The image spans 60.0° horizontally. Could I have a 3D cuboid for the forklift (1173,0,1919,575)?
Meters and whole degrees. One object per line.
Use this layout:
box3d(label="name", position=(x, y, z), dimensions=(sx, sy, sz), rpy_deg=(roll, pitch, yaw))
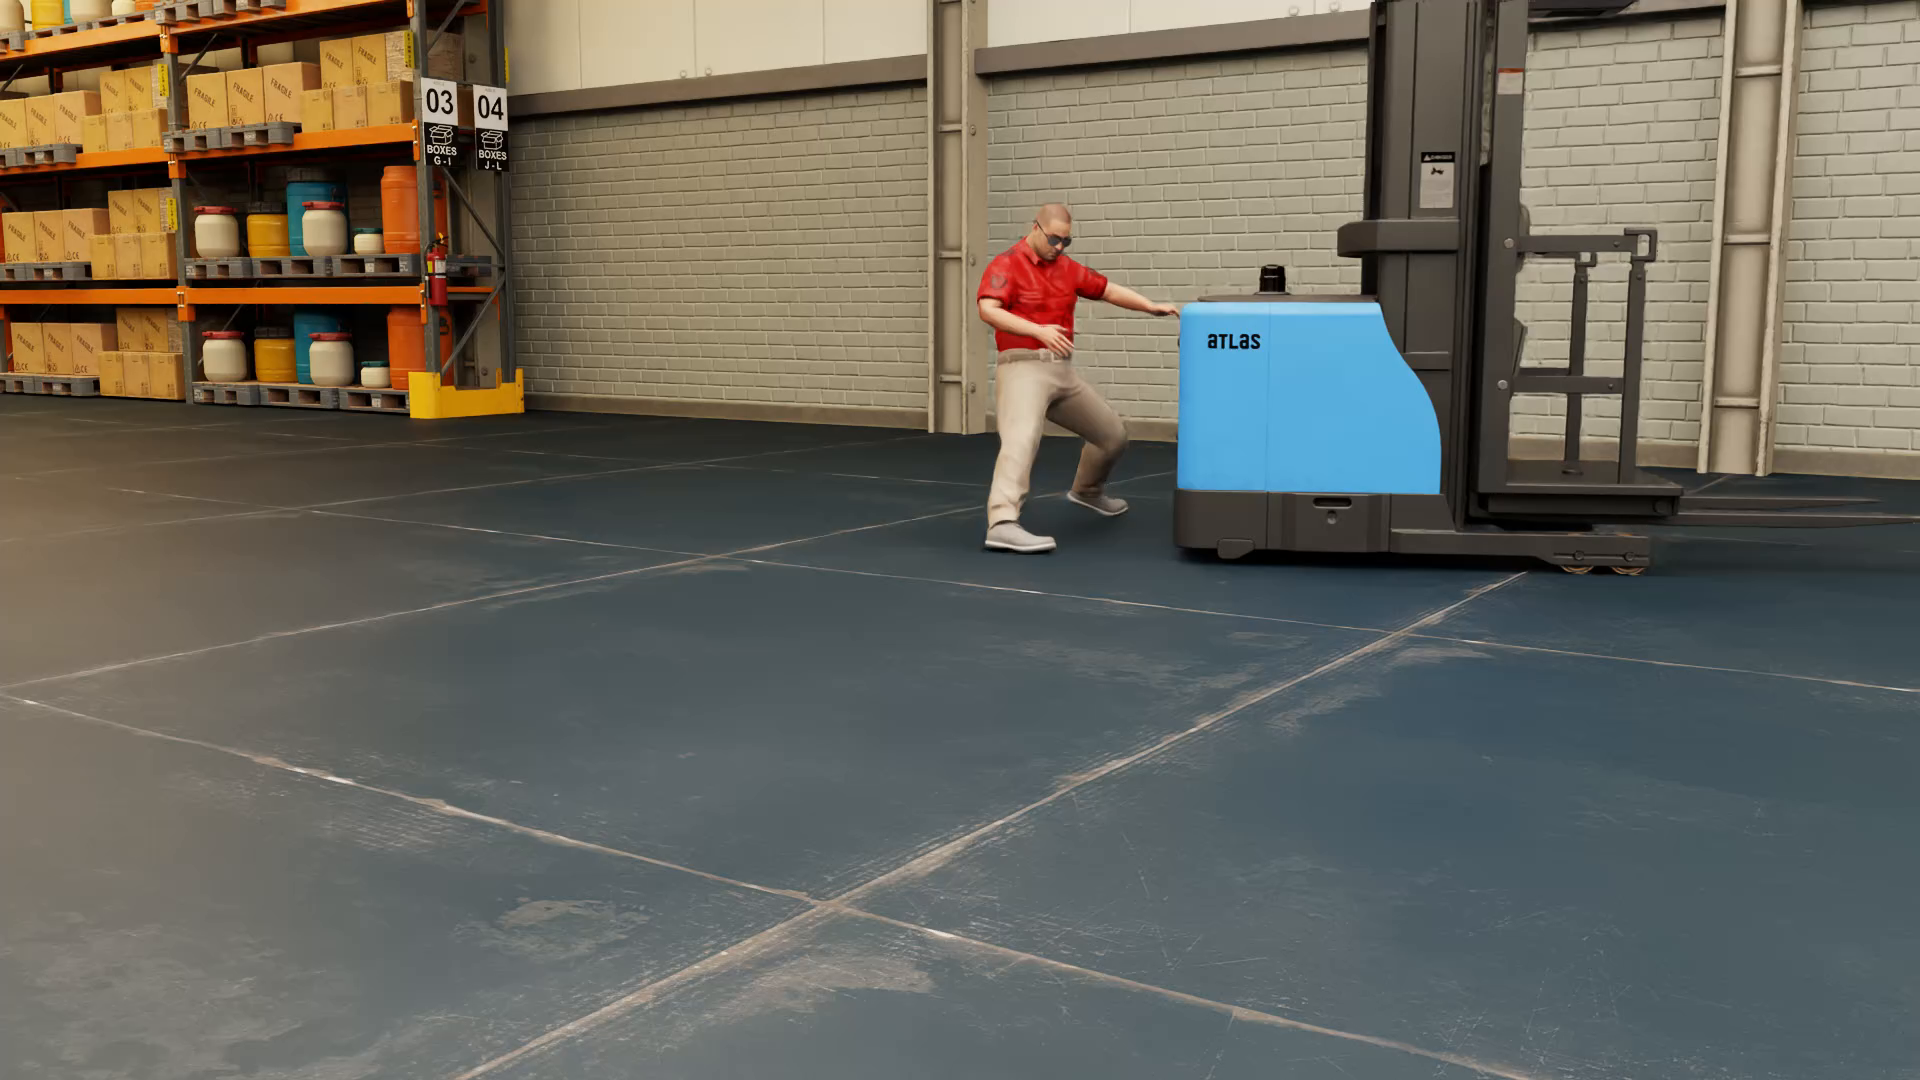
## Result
box3d(label="forklift", position=(2.453, -1.390, 6.969), dimensions=(3.031, 2.935, 1.130), rpy_deg=(1, 8, 8))

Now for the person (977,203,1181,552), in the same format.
box3d(label="person", position=(0.518, -0.787, 7.710), dimensions=(1.316, 1.523, 0.831), rpy_deg=(-7, 11, -40))
